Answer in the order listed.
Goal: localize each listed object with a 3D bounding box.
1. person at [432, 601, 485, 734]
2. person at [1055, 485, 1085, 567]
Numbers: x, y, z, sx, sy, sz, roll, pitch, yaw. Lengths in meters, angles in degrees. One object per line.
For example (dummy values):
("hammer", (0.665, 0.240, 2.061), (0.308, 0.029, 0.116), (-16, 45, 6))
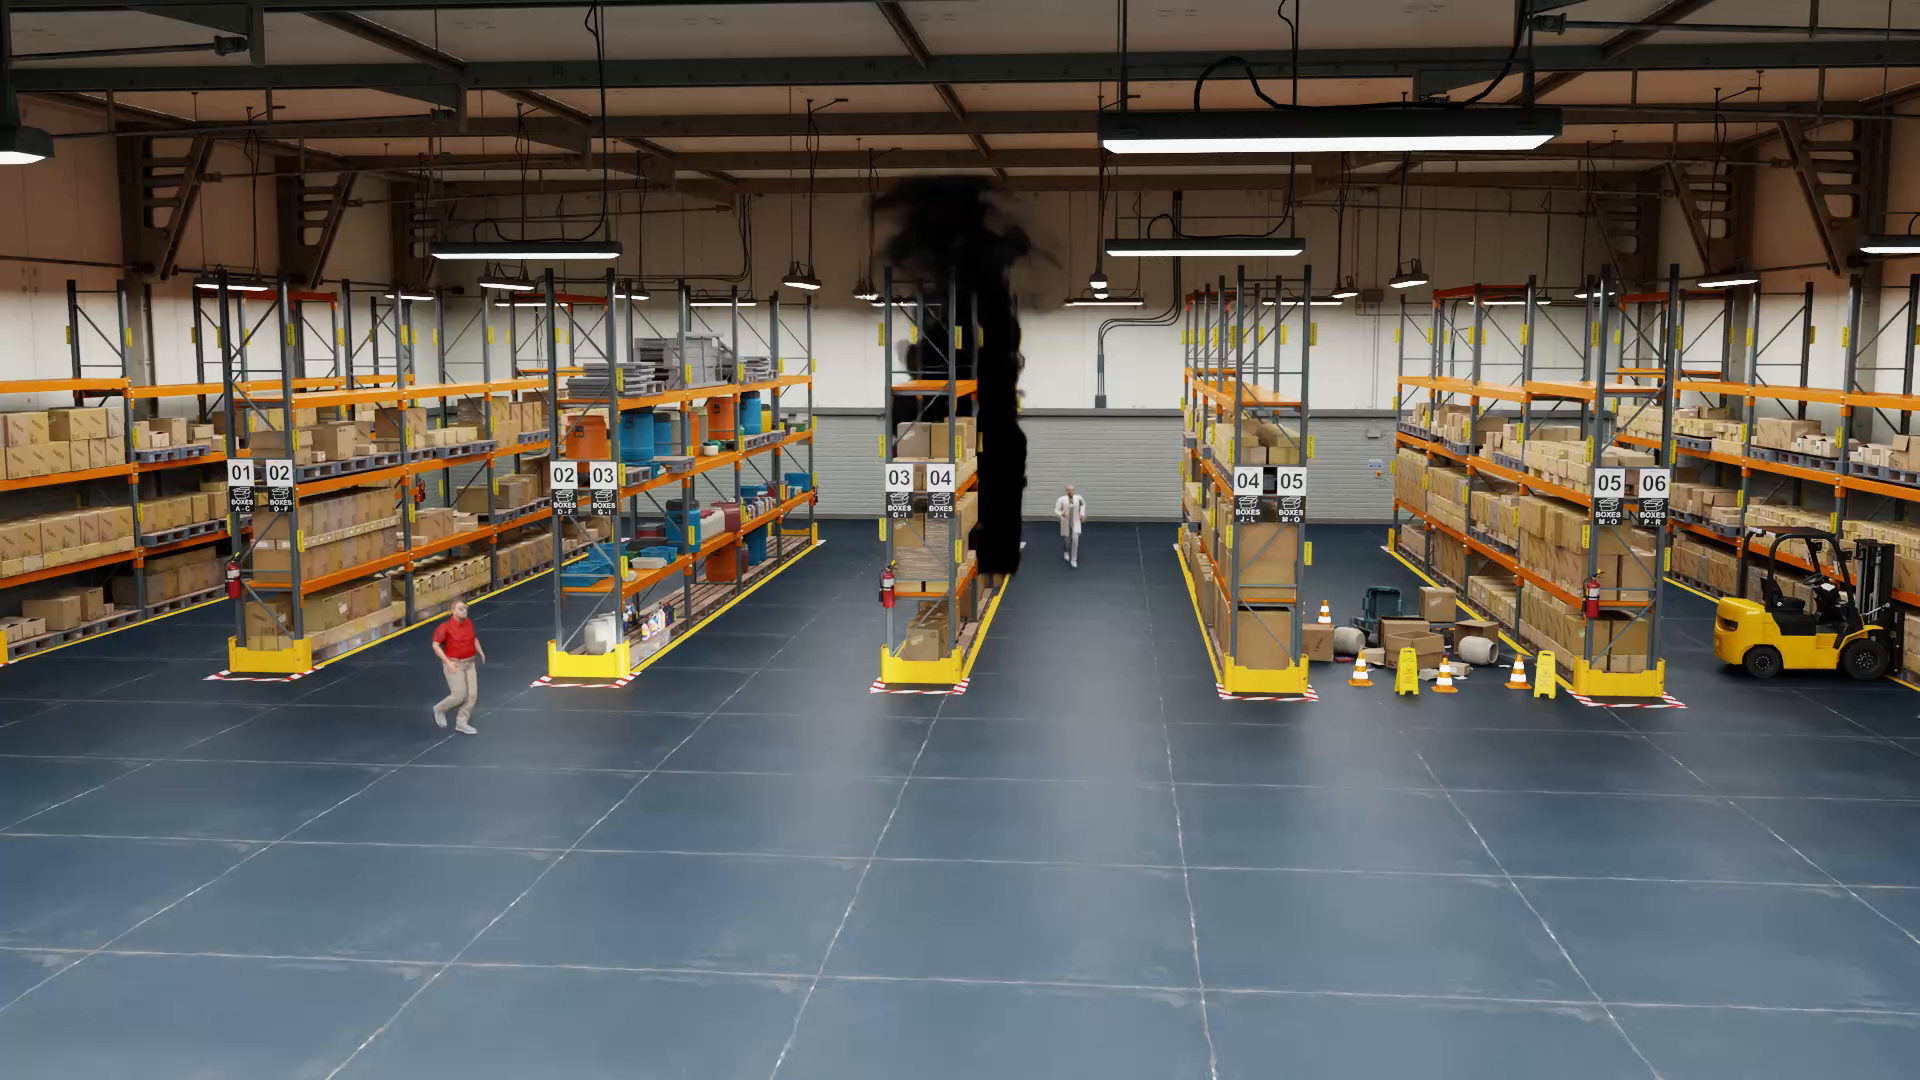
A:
("person", (-6.391, 1.608, 21.168), (0.600, 1.702, 0.683), (4, 8, 29))
("person", (2.432, -0.338, 36.745), (0.697, 1.778, 1.048), (0, 7, -1))
